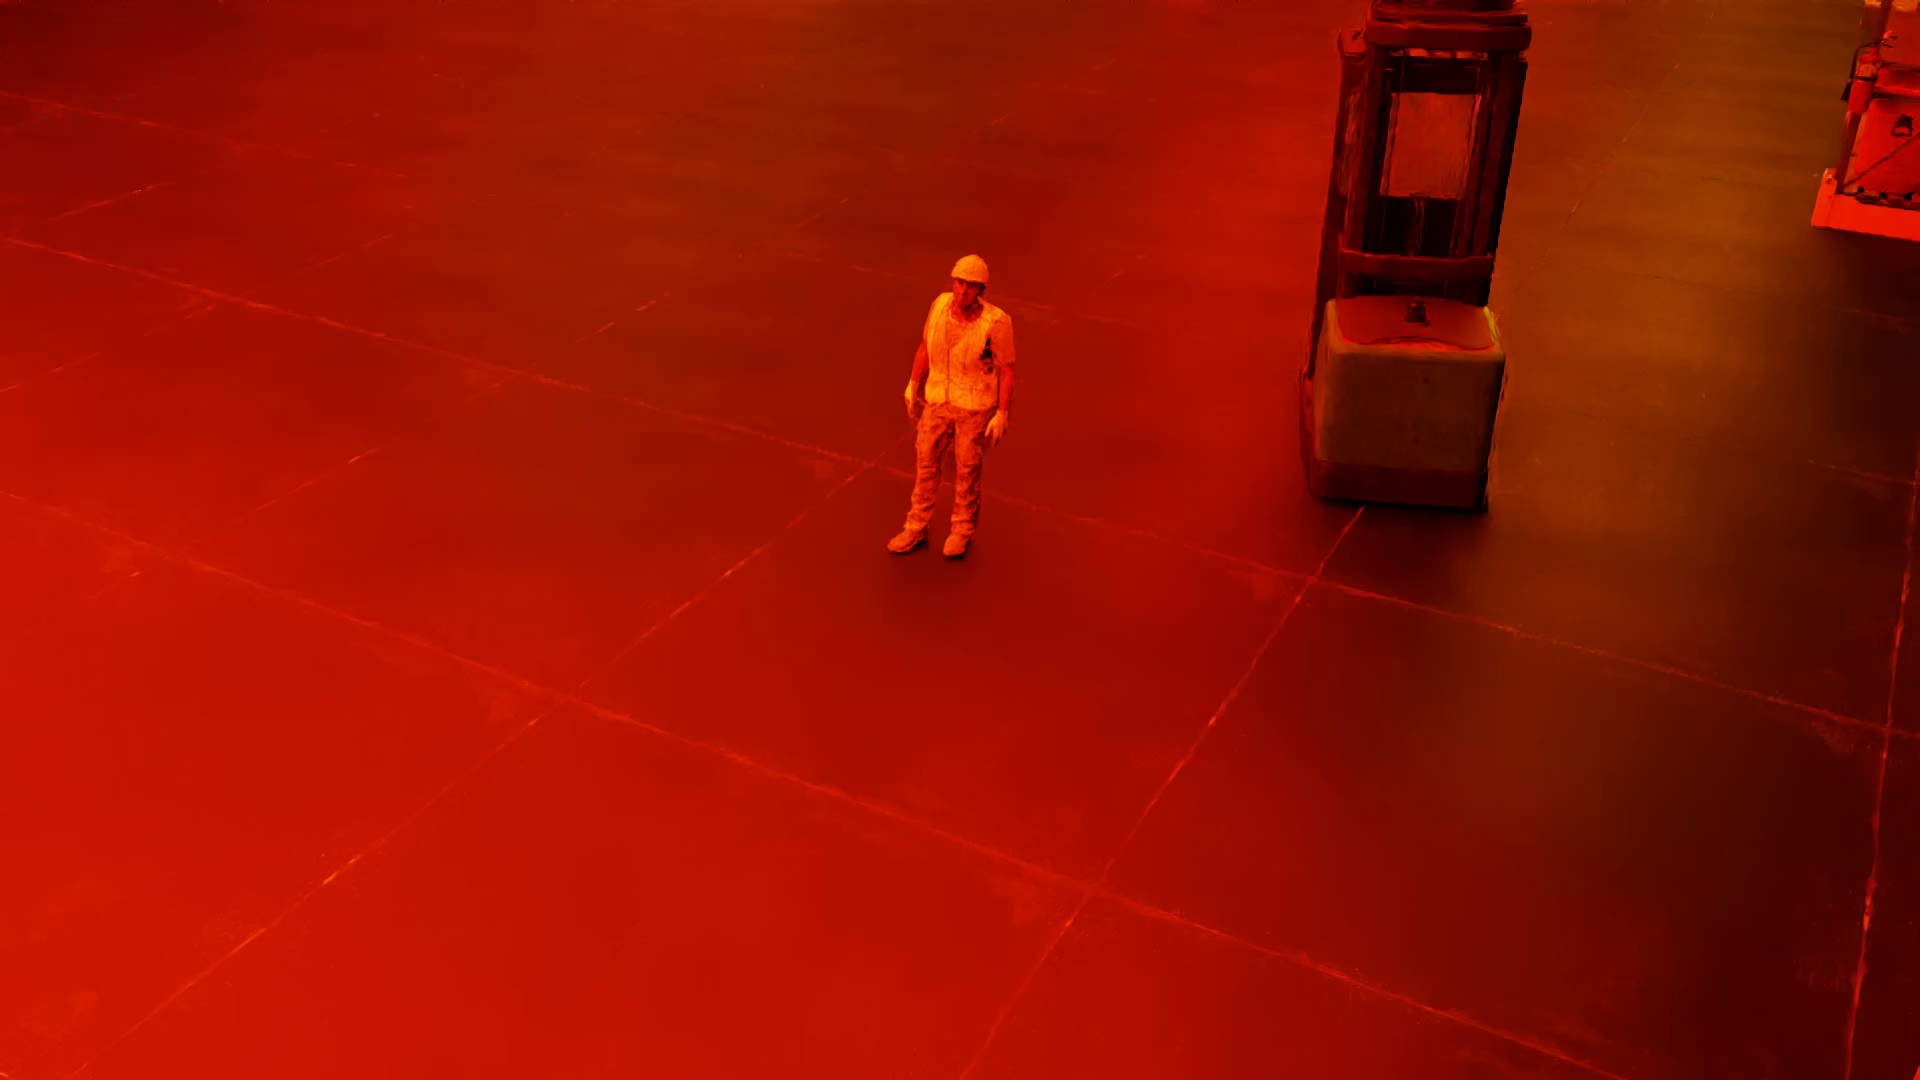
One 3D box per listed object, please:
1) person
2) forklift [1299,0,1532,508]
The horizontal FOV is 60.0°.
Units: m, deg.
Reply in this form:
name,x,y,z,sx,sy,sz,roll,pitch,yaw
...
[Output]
name,x,y,z,sx,sy,sz,roll,pitch,yaw
person,-0.042,-0.749,9.502,0.655,1.782,0.576,15,33,25
forklift,2.932,-2.184,10.855,1.130,2.935,3.031,4,30,8
